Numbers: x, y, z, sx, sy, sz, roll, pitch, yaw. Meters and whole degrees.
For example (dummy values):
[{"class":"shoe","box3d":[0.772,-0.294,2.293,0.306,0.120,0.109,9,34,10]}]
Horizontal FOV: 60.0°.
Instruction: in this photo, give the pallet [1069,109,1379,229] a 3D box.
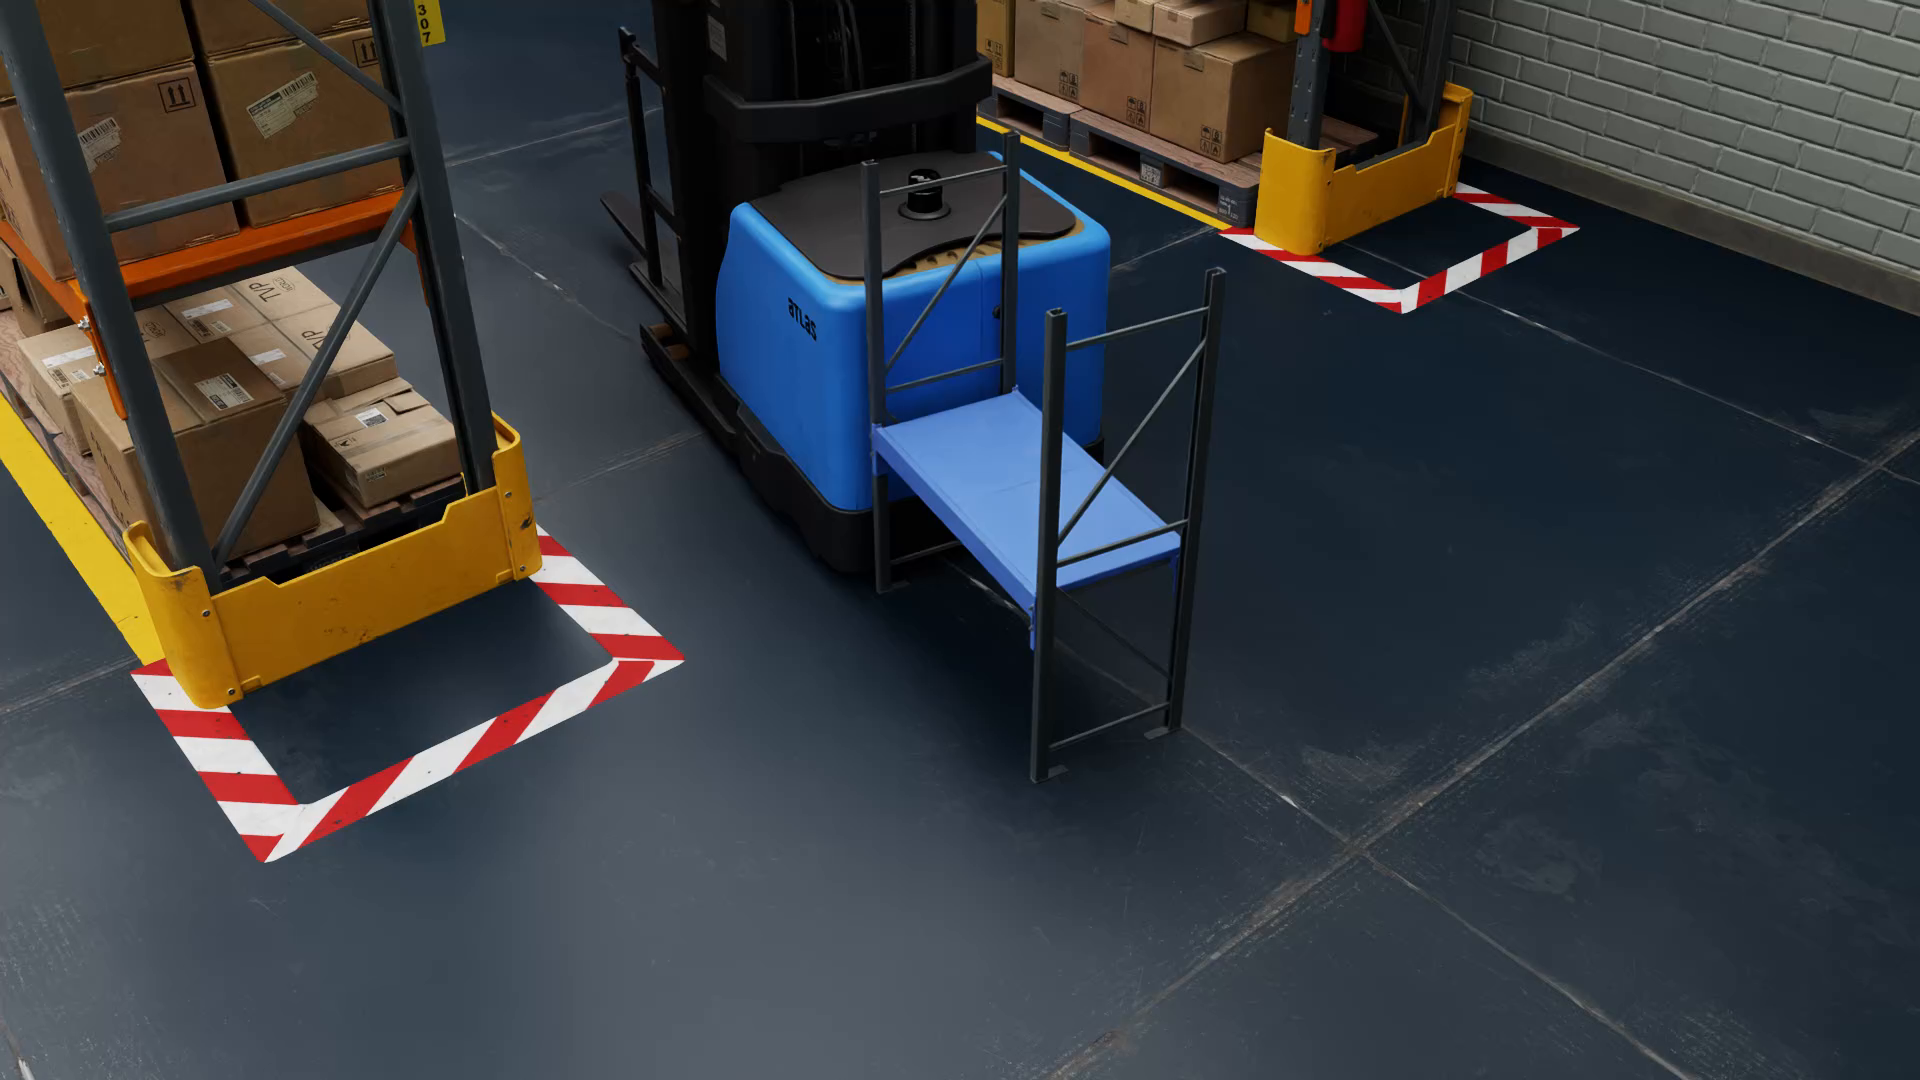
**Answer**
[{"class":"pallet","box3d":[1.311,-1.992,8.380,1.003,0.211,1.213,-26,43,-32]}]

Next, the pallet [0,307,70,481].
[{"class":"pallet","box3d":[-3.242,-0.742,6.616,1.003,0.211,1.213,-26,43,-32]}]

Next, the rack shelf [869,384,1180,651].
[{"class":"rack shelf","box3d":[0.189,-0.099,4.903,0.538,0.185,1.000,-17,39,-23]}]

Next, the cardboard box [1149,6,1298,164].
[{"class":"cardboard box","box3d":[1.359,-2.229,8.101,0.700,0.500,0.500,-26,43,-32]}]

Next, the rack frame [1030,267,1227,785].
[{"class":"rack frame","box3d":[0.429,0.013,4.433,0.500,1.500,0.032,-17,39,-23]}]

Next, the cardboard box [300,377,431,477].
[{"class":"cardboard box","box3d":[-2.064,-0.403,5.795,0.380,0.166,0.250,-26,43,-32]}]

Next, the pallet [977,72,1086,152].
[{"class":"pallet","box3d":[0.528,-2.530,9.140,1.003,0.211,1.213,-26,43,-32]}]

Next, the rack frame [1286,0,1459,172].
[{"class":"rack frame","box3d":[1.887,-2.806,7.117,1.000,3.000,0.127,-26,43,-32]}]

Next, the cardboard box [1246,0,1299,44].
[{"class":"cardboard box","box3d":[1.592,-2.513,7.941,0.380,0.149,0.250,-26,43,-31]}]

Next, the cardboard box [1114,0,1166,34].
[{"class":"cardboard box","box3d":[0.971,-2.595,8.057,0.380,0.149,0.250,-25,42,-31]}]

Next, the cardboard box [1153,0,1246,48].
[{"class":"cardboard box","box3d":[1.137,-2.482,7.898,0.380,0.149,0.250,-27,43,-32]}]

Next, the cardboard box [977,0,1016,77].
[{"class":"cardboard box","box3d":[0.361,-2.904,9.055,0.700,0.500,0.500,-25,42,-31]}]

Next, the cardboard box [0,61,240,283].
[{"class":"cardboard box","box3d":[-2.392,-1.094,4.612,0.500,0.500,0.500,-25,42,-30]}]

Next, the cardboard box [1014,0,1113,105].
[{"class":"cardboard box","box3d":[0.711,-2.672,8.726,0.700,0.500,0.500,-28,44,-33]}]

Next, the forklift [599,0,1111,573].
[{"class":"forklift","box3d":[-0.638,-1.920,5.925,1.130,2.935,3.031,-17,39,-23]}]

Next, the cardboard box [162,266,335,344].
[{"class":"cardboard box","box3d":[-2.674,-0.802,6.285,0.500,0.250,0.500,-26,43,-32]}]

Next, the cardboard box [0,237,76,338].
[{"class":"cardboard box","box3d":[-3.260,-1.056,6.425,0.797,0.503,0.637,-26,43,-32]}]

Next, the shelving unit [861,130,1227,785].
[{"class":"shelving unit","box3d":[0.189,-0.246,4.799,0.538,1.500,1.048,-17,39,-23]}]

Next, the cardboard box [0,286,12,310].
[{"class":"cardboard box","box3d":[-3.805,-1.102,6.781,0.380,0.166,0.250,-26,43,-32]}]

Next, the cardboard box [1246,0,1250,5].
[{"class":"cardboard box","box3d":[1.265,-2.736,8.257,0.380,0.149,0.250,-26,43,-32]}]

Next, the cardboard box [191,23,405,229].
[{"class":"cardboard box","box3d":[-1.980,-1.292,4.892,0.500,0.500,0.500,-25,42,-31]}]

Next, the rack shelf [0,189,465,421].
[{"class":"rack shelf","box3d":[-3.185,-1.546,5.960,1.077,0.370,4.000,-26,43,-32]}]

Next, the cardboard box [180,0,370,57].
[{"class":"cardboard box","box3d":[-1.980,-1.700,4.603,0.500,0.500,0.500,-25,42,-30]}]

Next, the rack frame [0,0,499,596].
[{"class":"rack frame","box3d":[-1.895,-0.957,4.506,1.000,3.000,0.127,-26,43,-32]}]

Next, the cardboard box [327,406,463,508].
[{"class":"cardboard box","box3d":[-1.903,-0.286,5.644,0.380,0.149,0.250,-26,43,-32]}]

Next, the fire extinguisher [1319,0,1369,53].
[{"class":"fire extinguisher","box3d":[1.632,-2.383,6.910,0.296,0.674,0.183,-26,43,-32]}]

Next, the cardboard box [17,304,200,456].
[{"class":"cardboard box","box3d":[-3.024,-0.593,5.990,0.500,0.250,0.500,-26,43,-32]}]

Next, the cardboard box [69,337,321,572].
[{"class":"cardboard box","box3d":[-2.434,-0.264,5.310,0.500,0.500,0.500,-26,43,-32]}]

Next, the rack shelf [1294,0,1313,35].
[{"class":"rack shelf","box3d":[0.596,-3.395,8.571,1.077,0.370,4.000,-26,43,-32]}]

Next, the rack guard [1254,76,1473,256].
[{"class":"rack guard","box3d":[1.902,-1.775,7.824,1.175,0.500,0.348,-26,43,-32]}]

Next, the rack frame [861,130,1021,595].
[{"class":"rack frame","box3d":[-0.051,-0.505,5.165,0.500,1.500,0.032,-17,39,-23]}]

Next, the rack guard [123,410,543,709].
[{"class":"rack guard","box3d":[-1.944,0.030,5.275,1.175,0.500,0.348,-26,43,-32]}]

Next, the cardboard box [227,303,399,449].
[{"class":"cardboard box","box3d":[-2.352,-0.581,5.973,0.500,0.250,0.500,-26,43,-32]}]

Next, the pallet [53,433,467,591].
[{"class":"pallet","box3d":[-2.459,-0.204,5.855,1.003,0.211,1.213,-26,43,-32]}]

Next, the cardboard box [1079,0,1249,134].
[{"class":"cardboard box","box3d":[1.036,-2.450,8.413,0.700,0.500,0.500,-26,43,-32]}]

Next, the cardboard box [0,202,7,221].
[{"class":"cardboard box","box3d":[-2.729,-1.321,4.934,0.500,0.500,0.500,-26,43,-31]}]

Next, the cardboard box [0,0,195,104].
[{"class":"cardboard box","box3d":[-2.392,-1.499,4.320,0.500,0.500,0.500,-26,43,-32]}]

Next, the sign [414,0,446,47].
[{"class":"sign","box3d":[-1.480,-1.512,4.541,0.100,0.325,0.005,-26,43,-32]}]
